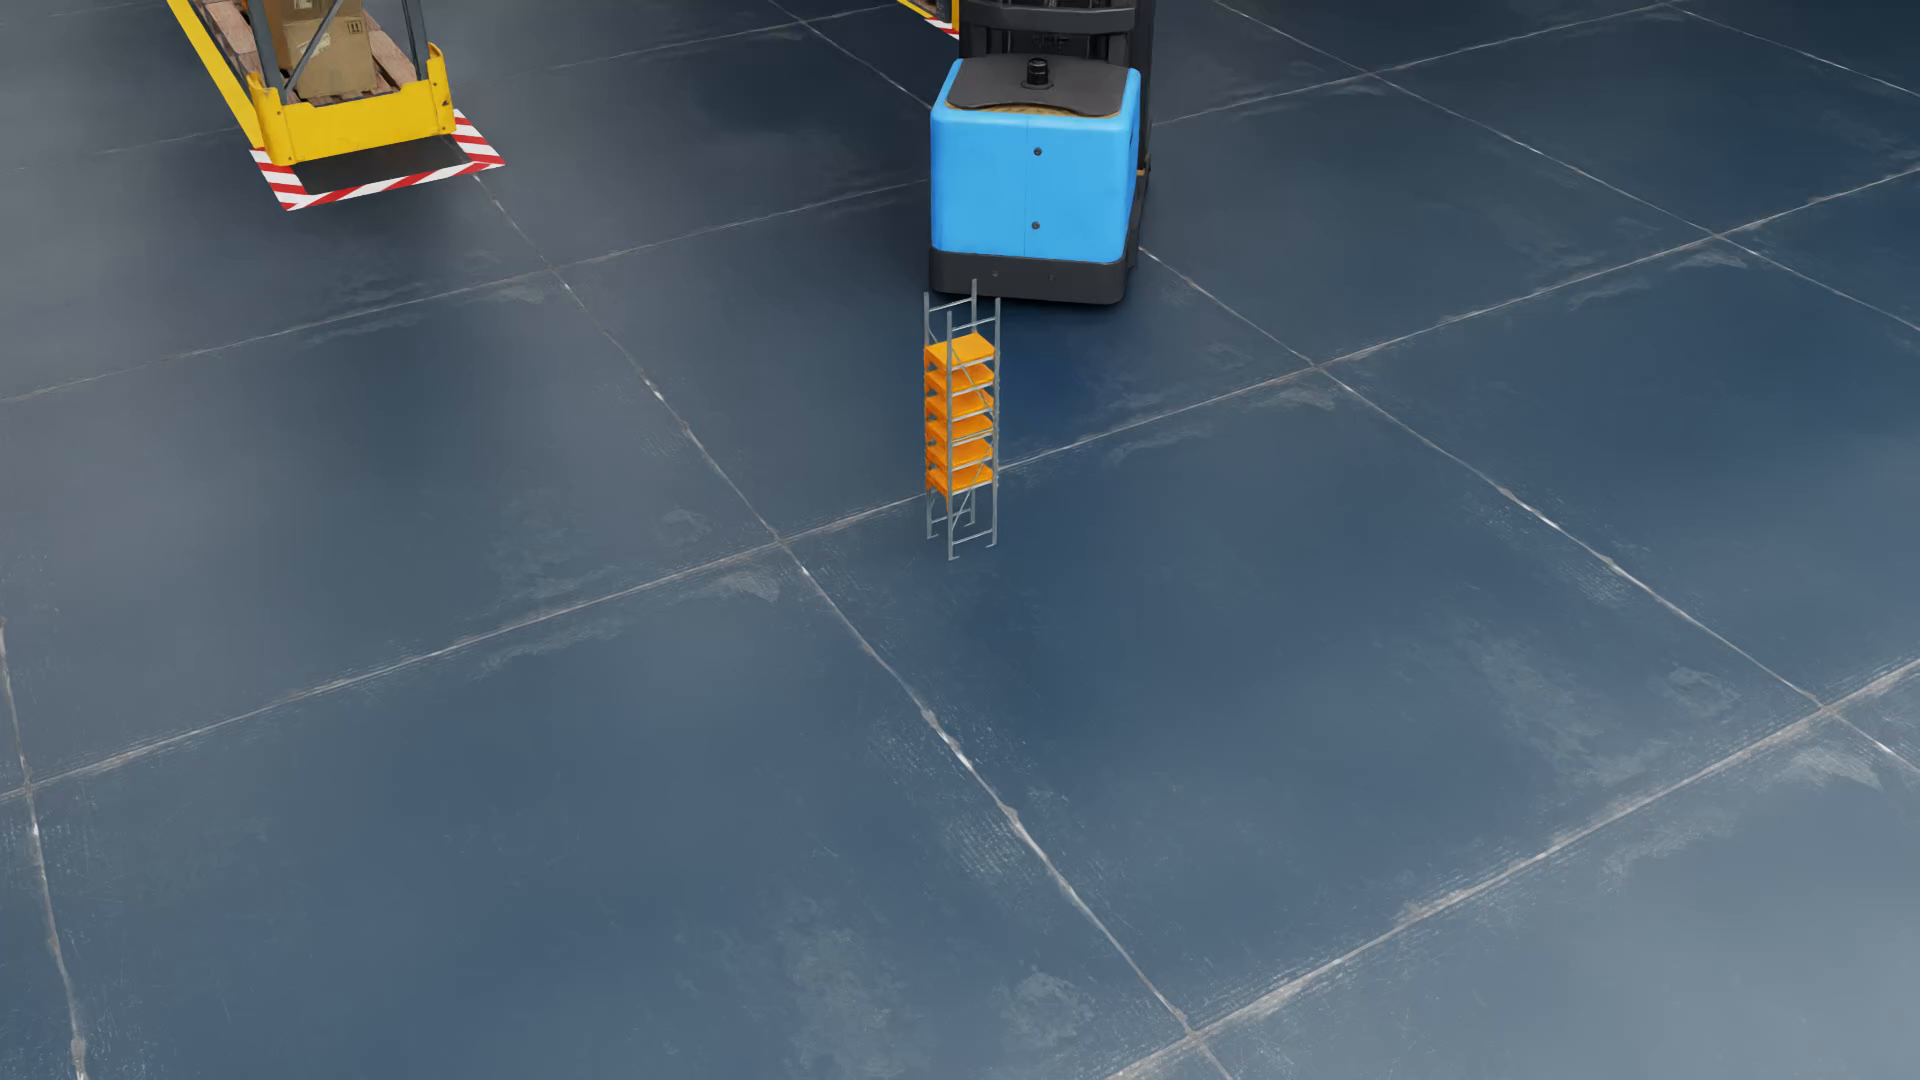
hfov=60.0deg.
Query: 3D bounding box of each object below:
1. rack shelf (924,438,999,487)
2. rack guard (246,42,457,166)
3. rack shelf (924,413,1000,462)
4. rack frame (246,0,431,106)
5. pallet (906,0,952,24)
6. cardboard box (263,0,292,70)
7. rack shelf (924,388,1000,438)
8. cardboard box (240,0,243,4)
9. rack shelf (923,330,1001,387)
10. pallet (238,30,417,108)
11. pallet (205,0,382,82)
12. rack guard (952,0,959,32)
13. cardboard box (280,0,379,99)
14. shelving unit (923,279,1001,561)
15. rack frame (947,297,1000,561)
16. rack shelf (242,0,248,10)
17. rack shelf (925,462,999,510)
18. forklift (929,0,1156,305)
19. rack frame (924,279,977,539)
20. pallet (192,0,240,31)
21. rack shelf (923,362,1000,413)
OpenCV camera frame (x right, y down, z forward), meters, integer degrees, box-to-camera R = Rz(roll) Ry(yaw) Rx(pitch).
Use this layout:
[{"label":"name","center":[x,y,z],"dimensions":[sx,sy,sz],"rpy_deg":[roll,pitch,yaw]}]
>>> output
[{"label":"rack shelf","center":[0.007,-0.344,6.983],"dimensions":[0.258,0.103,0.180],"rpy_deg":[-19,40,-24]},{"label":"rack guard","center":[-3.883,-2.803,10.663],"dimensions":[1.175,0.500,0.348],"rpy_deg":[-19,40,-24]},{"label":"rack shelf","center":[0.007,-0.441,6.912],"dimensions":[0.258,0.103,0.180],"rpy_deg":[-19,40,-24]},{"label":"rack frame","center":[-3.845,-3.773,9.873],"dimensions":[1.000,3.000,0.127],"rpy_deg":[-19,40,-24]},{"label":"pallet","center":[0.025,-4.450,13.164],"dimensions":[1.003,0.211,1.213],"rpy_deg":[-19,40,-24]},{"label":"cardboard box","center":[-4.474,-3.551,11.333],"dimensions":[0.500,0.500,0.500],"rpy_deg":[-9,37,-12]},{"label":"rack shelf","center":[0.007,-0.538,6.841],"dimensions":[0.258,0.103,0.180],"rpy_deg":[-19,40,-24]},{"label":"cardboard box","center":[-5.014,-4.174,12.185],"dimensions":[0.500,0.500,0.500],"rpy_deg":[-23,42,-28]},{"label":"rack shelf","center":[0.007,-0.732,6.700],"dimensions":[0.258,0.103,0.180],"rpy_deg":[-19,40,-24]},{"label":"pallet","center":[-4.261,-3.111,11.330],"dimensions":[1.003,0.211,1.213],"rpy_deg":[-19,40,-24]},{"label":"pallet","center":[-4.869,-3.732,12.181],"dimensions":[1.003,0.211,1.213],"rpy_deg":[-19,40,-24]},{"label":"rack guard","center":[0.507,-4.170,12.535],"dimensions":[1.175,0.500,0.348],"rpy_deg":[-19,40,-24]},{"label":"cardboard box","center":[-4.144,-3.257,10.929],"dimensions":[0.500,0.500,0.500],"rpy_deg":[-12,38,-16]},{"label":"shelving unit","center":[0.007,-0.477,6.886],"dimensions":[0.258,1.200,0.189],"rpy_deg":[-19,40,-24]},{"label":"rack frame","center":[0.053,-0.430,6.822],"dimensions":[0.240,1.200,0.006],"rpy_deg":[-19,40,-24]},{"label":"rack shelf","center":[-4.850,-4.503,11.482],"dimensions":[1.077,0.370,4.000],"rpy_deg":[-19,40,-24]},{"label":"rack shelf","center":[0.007,-0.247,7.054],"dimensions":[0.258,0.103,0.180],"rpy_deg":[-19,40,-24]},{"label":"forklift","center":[0.577,-3.298,9.280],"dimensions":[1.130,2.935,3.031],"rpy_deg":[5,36,7]},{"label":"rack frame","center":[-0.039,-0.524,6.950],"dimensions":[0.240,1.200,0.006],"rpy_deg":[-19,40,-24]},{"label":"pallet","center":[-5.486,-4.355,13.034],"dimensions":[1.003,0.211,1.213],"rpy_deg":[-19,40,-24]},{"label":"rack shelf","center":[0.007,-0.635,6.771],"dimensions":[0.258,0.103,0.180],"rpy_deg":[-19,40,-24]}]
